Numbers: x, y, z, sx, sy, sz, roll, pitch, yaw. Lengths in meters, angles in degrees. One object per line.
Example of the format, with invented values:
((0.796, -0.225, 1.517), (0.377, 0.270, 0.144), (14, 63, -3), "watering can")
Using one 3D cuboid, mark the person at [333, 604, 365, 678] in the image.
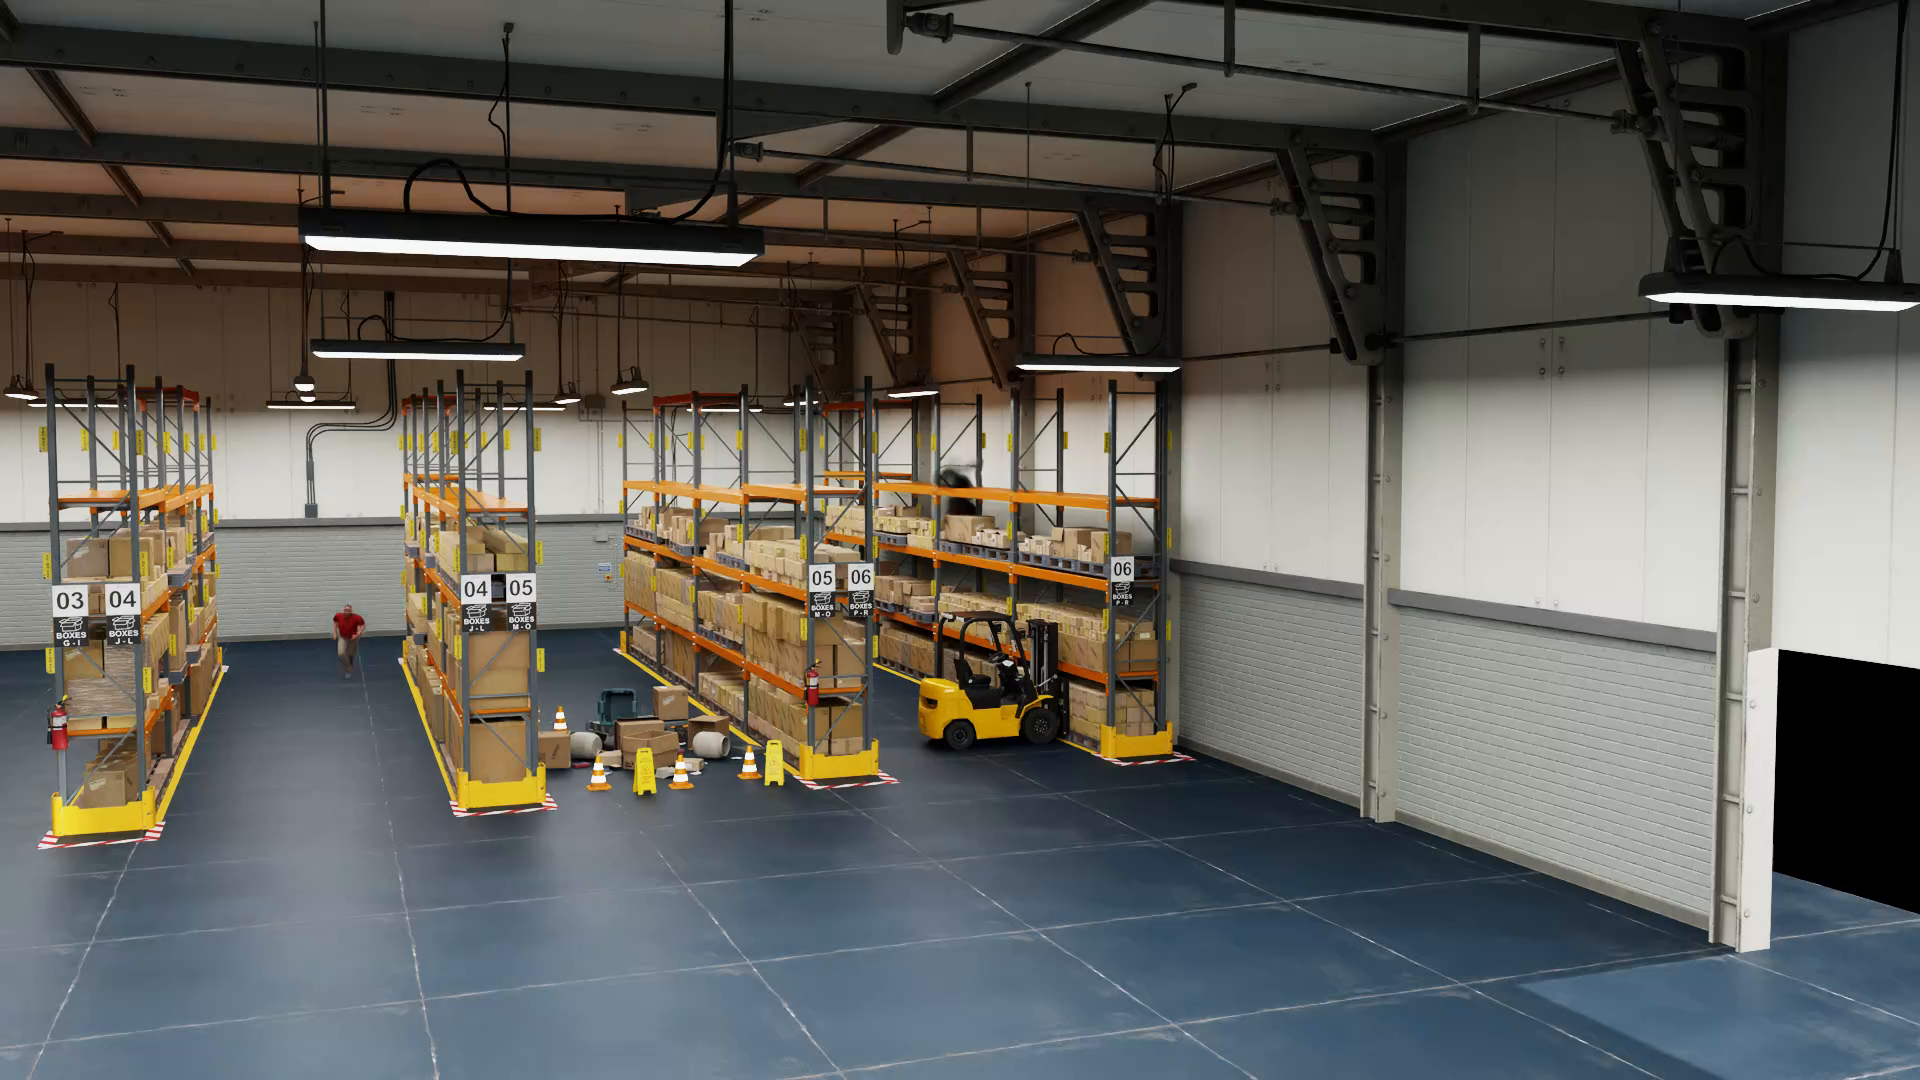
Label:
((-13.094, 2.159, 35.702), (0.674, 1.650, 1.016), (-1, 3, -13), "person")
